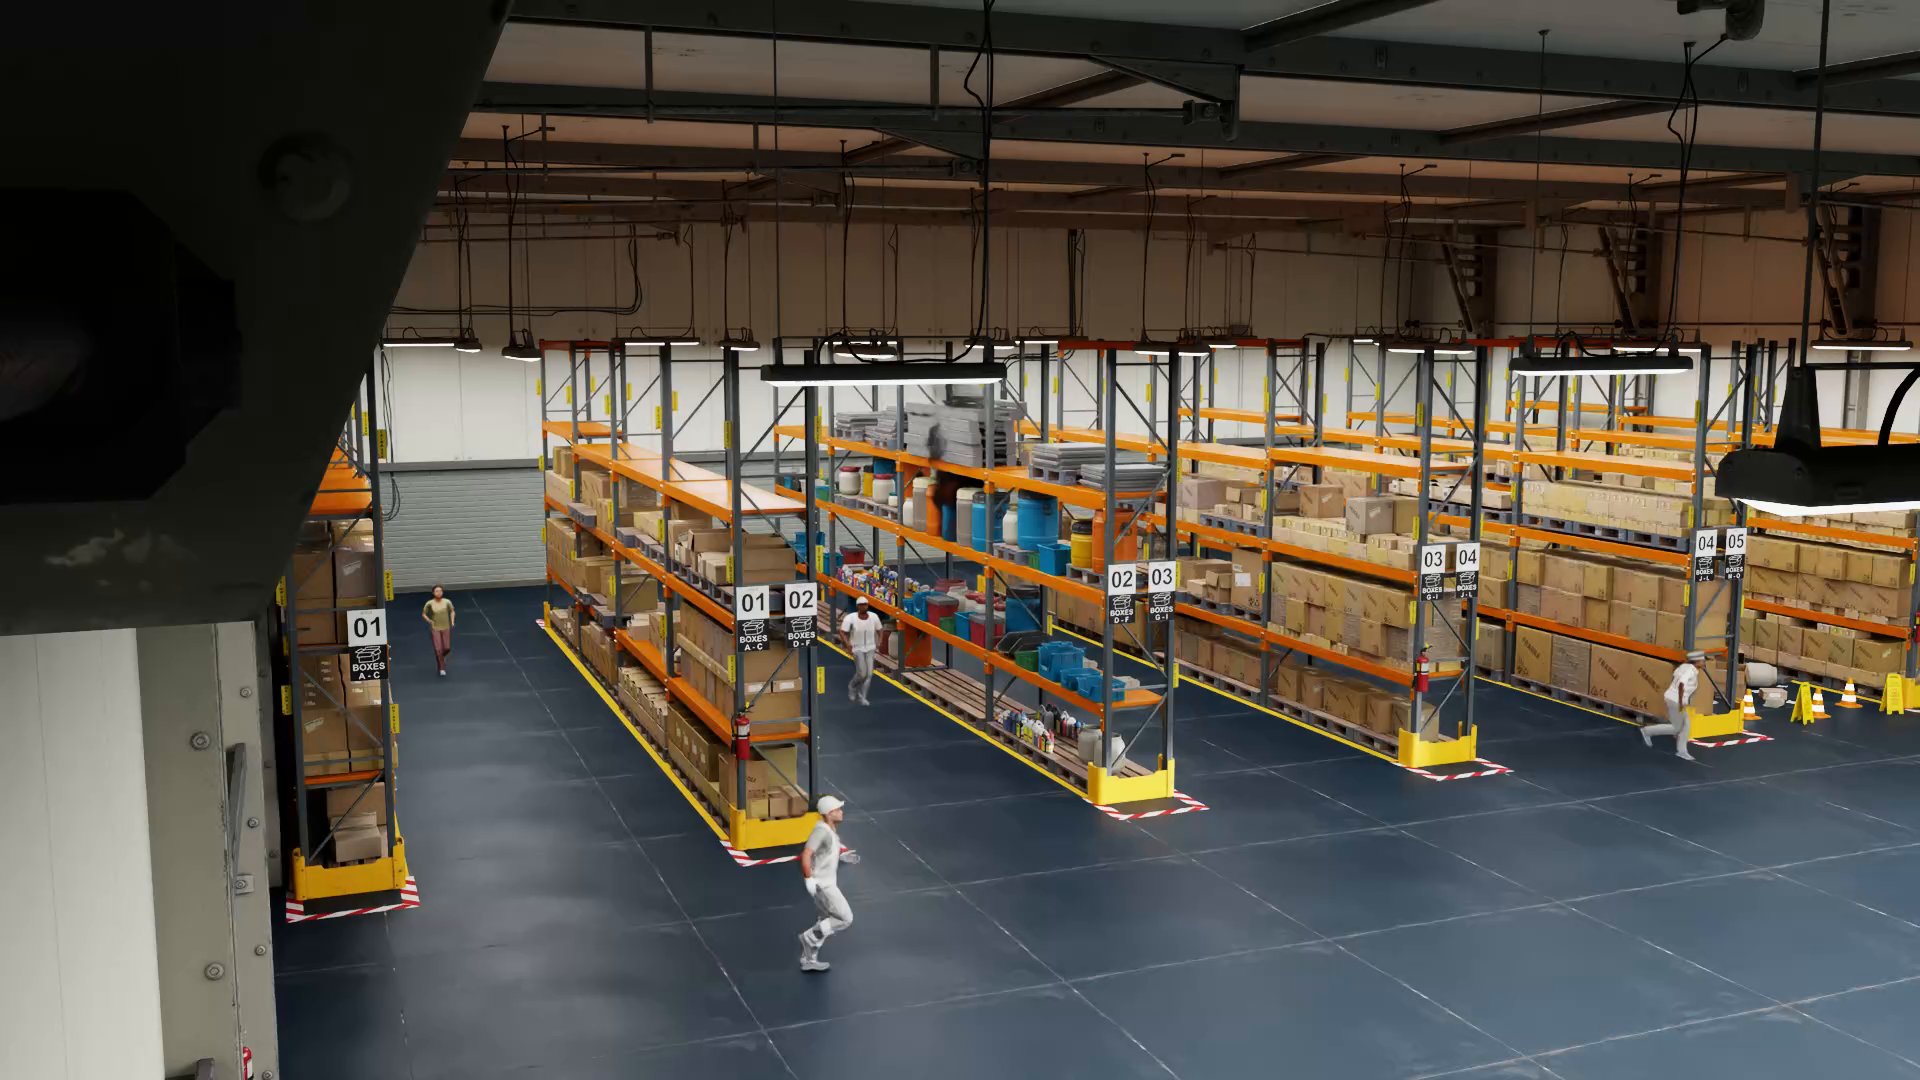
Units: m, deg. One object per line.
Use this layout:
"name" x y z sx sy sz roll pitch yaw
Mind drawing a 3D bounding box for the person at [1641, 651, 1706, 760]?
"person" 10.420 2.409 24.335 0.863 1.626 0.575 1 7 6

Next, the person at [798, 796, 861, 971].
"person" -1.277 3.361 16.276 0.616 1.733 0.661 0 7 -2

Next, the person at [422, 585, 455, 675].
"person" -9.437 1.619 30.152 0.581 1.630 0.566 -3 8 -25

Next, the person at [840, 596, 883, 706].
"person" -1.533 1.751 26.447 0.691 1.741 0.572 -3 8 -23
